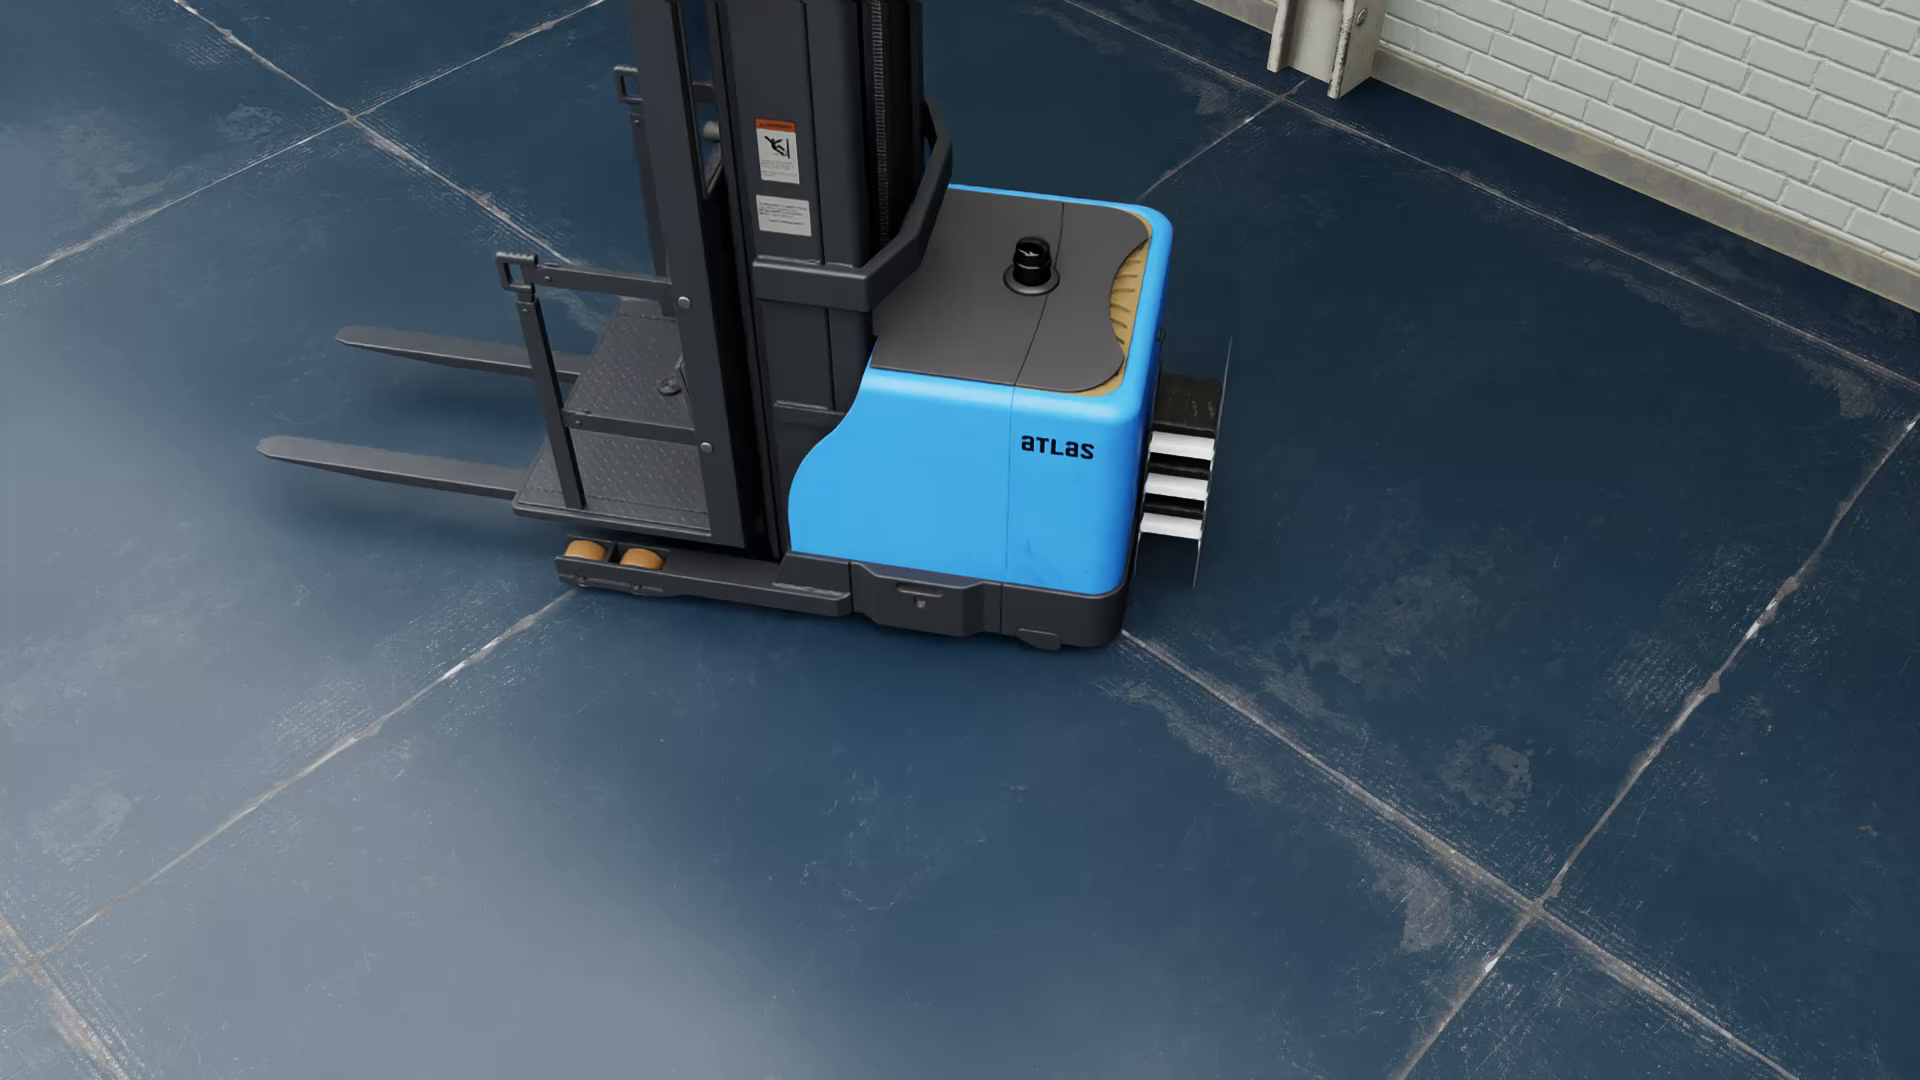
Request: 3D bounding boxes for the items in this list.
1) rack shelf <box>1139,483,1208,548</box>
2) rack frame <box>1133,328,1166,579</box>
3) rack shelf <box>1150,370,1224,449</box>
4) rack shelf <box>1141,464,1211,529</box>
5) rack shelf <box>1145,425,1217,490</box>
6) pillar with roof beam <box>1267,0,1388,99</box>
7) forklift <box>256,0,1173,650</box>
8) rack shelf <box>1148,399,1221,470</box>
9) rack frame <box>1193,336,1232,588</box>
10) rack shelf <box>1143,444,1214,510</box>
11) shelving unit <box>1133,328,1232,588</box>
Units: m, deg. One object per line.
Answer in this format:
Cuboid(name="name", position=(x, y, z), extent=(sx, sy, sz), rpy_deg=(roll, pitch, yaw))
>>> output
Cuboid(name="rack shelf", position=(0.710, -0.101, 5.520), extent=(0.200, 0.077, 0.258), rpy_deg=(8, 47, 8))
Cuboid(name="rack frame", position=(0.610, -0.261, 5.378), extent=(0.006, 0.900, 0.240), rpy_deg=(8, 47, 8))
Cuboid(name="rack shelf", position=(0.710, -0.409, 5.192), extent=(0.200, 0.077, 0.258), rpy_deg=(8, 47, 8))
Cuboid(name="rack shelf", position=(0.710, -0.162, 5.454), extent=(0.200, 0.077, 0.258), rpy_deg=(8, 47, 8))
Cuboid(name="rack shelf", position=(0.710, -0.286, 5.323), extent=(0.200, 0.077, 0.258), rpy_deg=(8, 47, 8))
Cuboid(name="pillar with roof beam", position=(-1.226, -2.982, 2.377), extent=(0.400, 9.000, 9.100), rpy_deg=(34, 55, 28))
Cuboid(name="forklift", position=(-0.881, -1.185, 4.852), extent=(3.031, 2.935, 1.130), rpy_deg=(8, 47, 8))
Cuboid(name="rack shelf", position=(0.710, -0.347, 5.258), extent=(0.200, 0.077, 0.258), rpy_deg=(8, 47, 8))
Cuboid(name="rack frame", position=(0.810, -0.232, 5.351), extent=(0.006, 0.900, 0.240), rpy_deg=(8, 47, 8))
Cuboid(name="rack shelf", position=(0.710, -0.224, 5.389), extent=(0.200, 0.077, 0.258), rpy_deg=(8, 47, 8))
Cuboid(name="shelving unit", position=(0.710, -0.247, 5.364), extent=(0.210, 0.900, 0.258), rpy_deg=(8, 47, 8))
